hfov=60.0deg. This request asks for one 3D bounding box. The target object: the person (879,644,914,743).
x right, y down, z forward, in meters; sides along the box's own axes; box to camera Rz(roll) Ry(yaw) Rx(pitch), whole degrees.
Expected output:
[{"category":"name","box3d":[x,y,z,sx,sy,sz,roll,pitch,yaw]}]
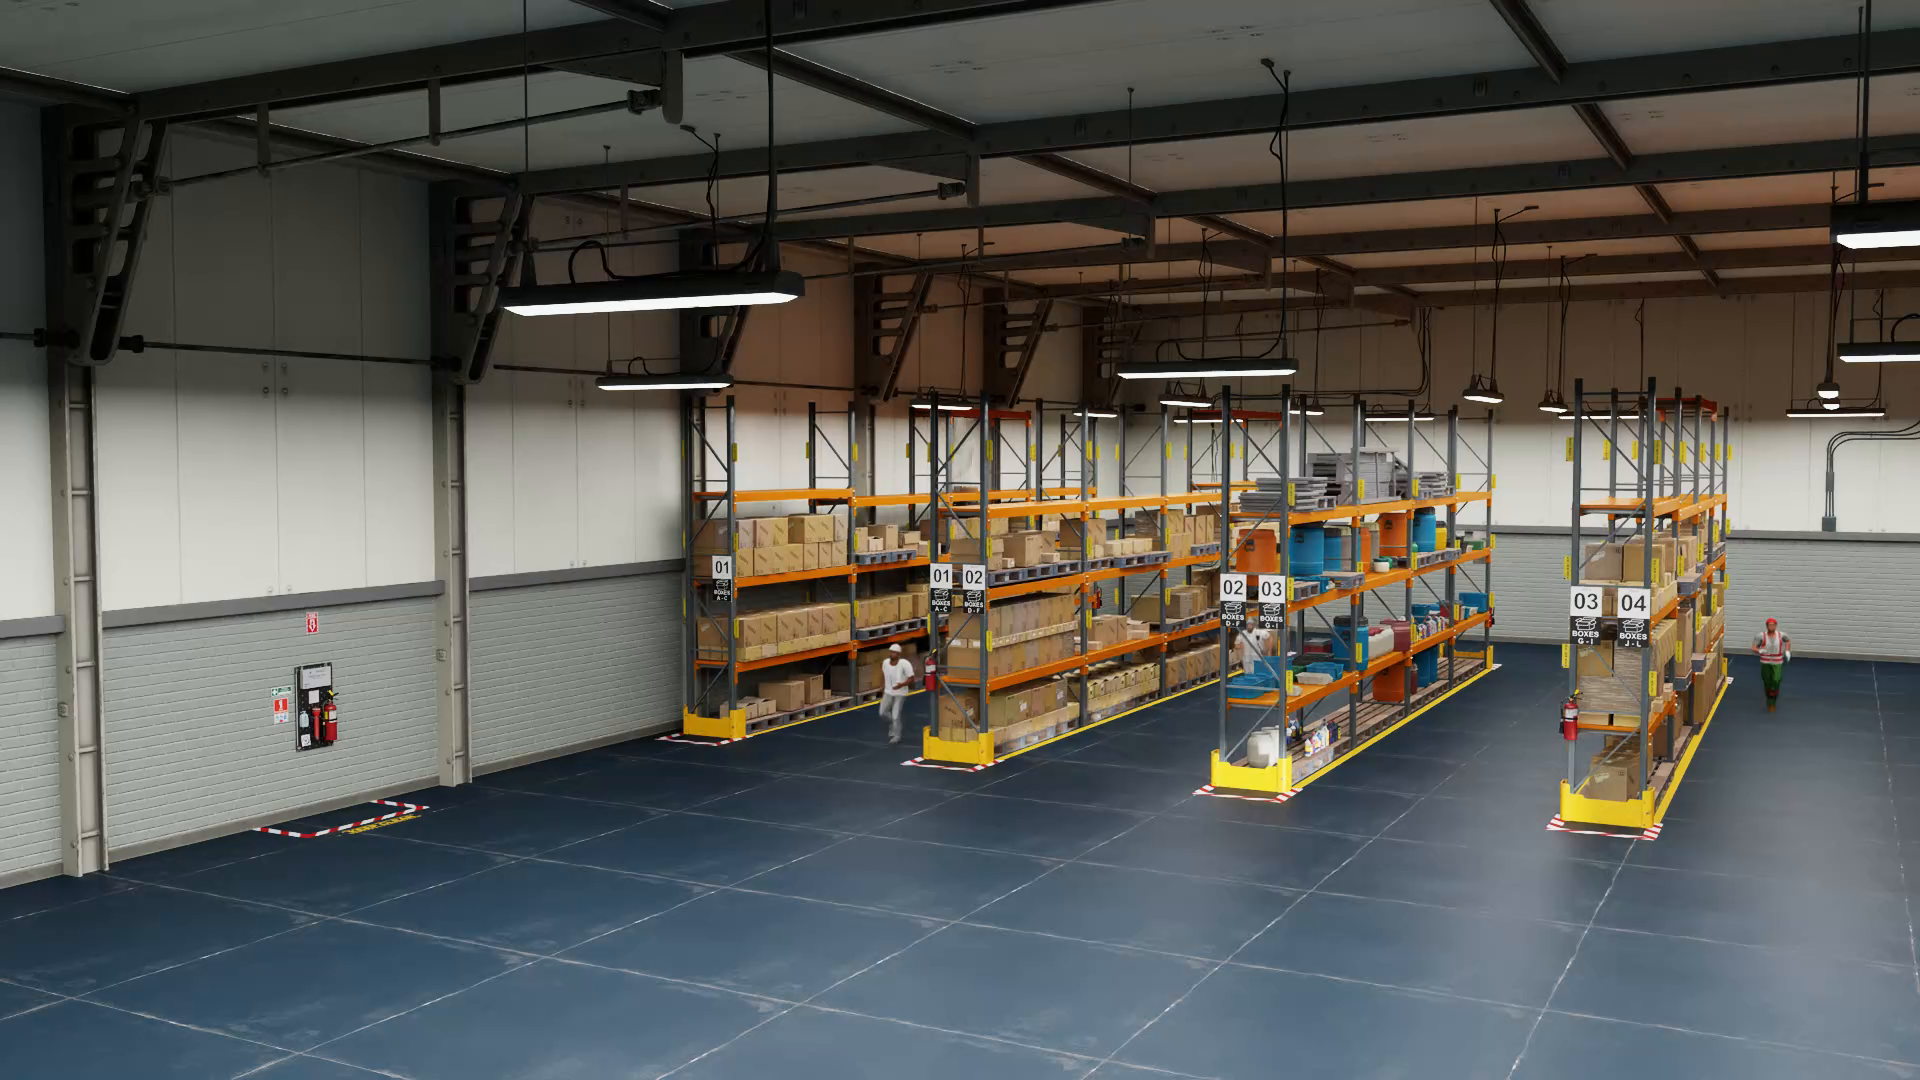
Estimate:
[{"category":"person","box3d":[-1.130,2.636,28.535,0.705,1.717,0.564,1,3,26]}]

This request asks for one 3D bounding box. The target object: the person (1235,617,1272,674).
[{"category":"person","box3d":[5.791,2.401,32.918,0.690,1.787,0.848,1,3,24]}]

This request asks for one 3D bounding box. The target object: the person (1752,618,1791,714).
[{"category":"person","box3d":[15.726,2.427,32.246,0.690,1.848,0.912,1,3,22]}]
